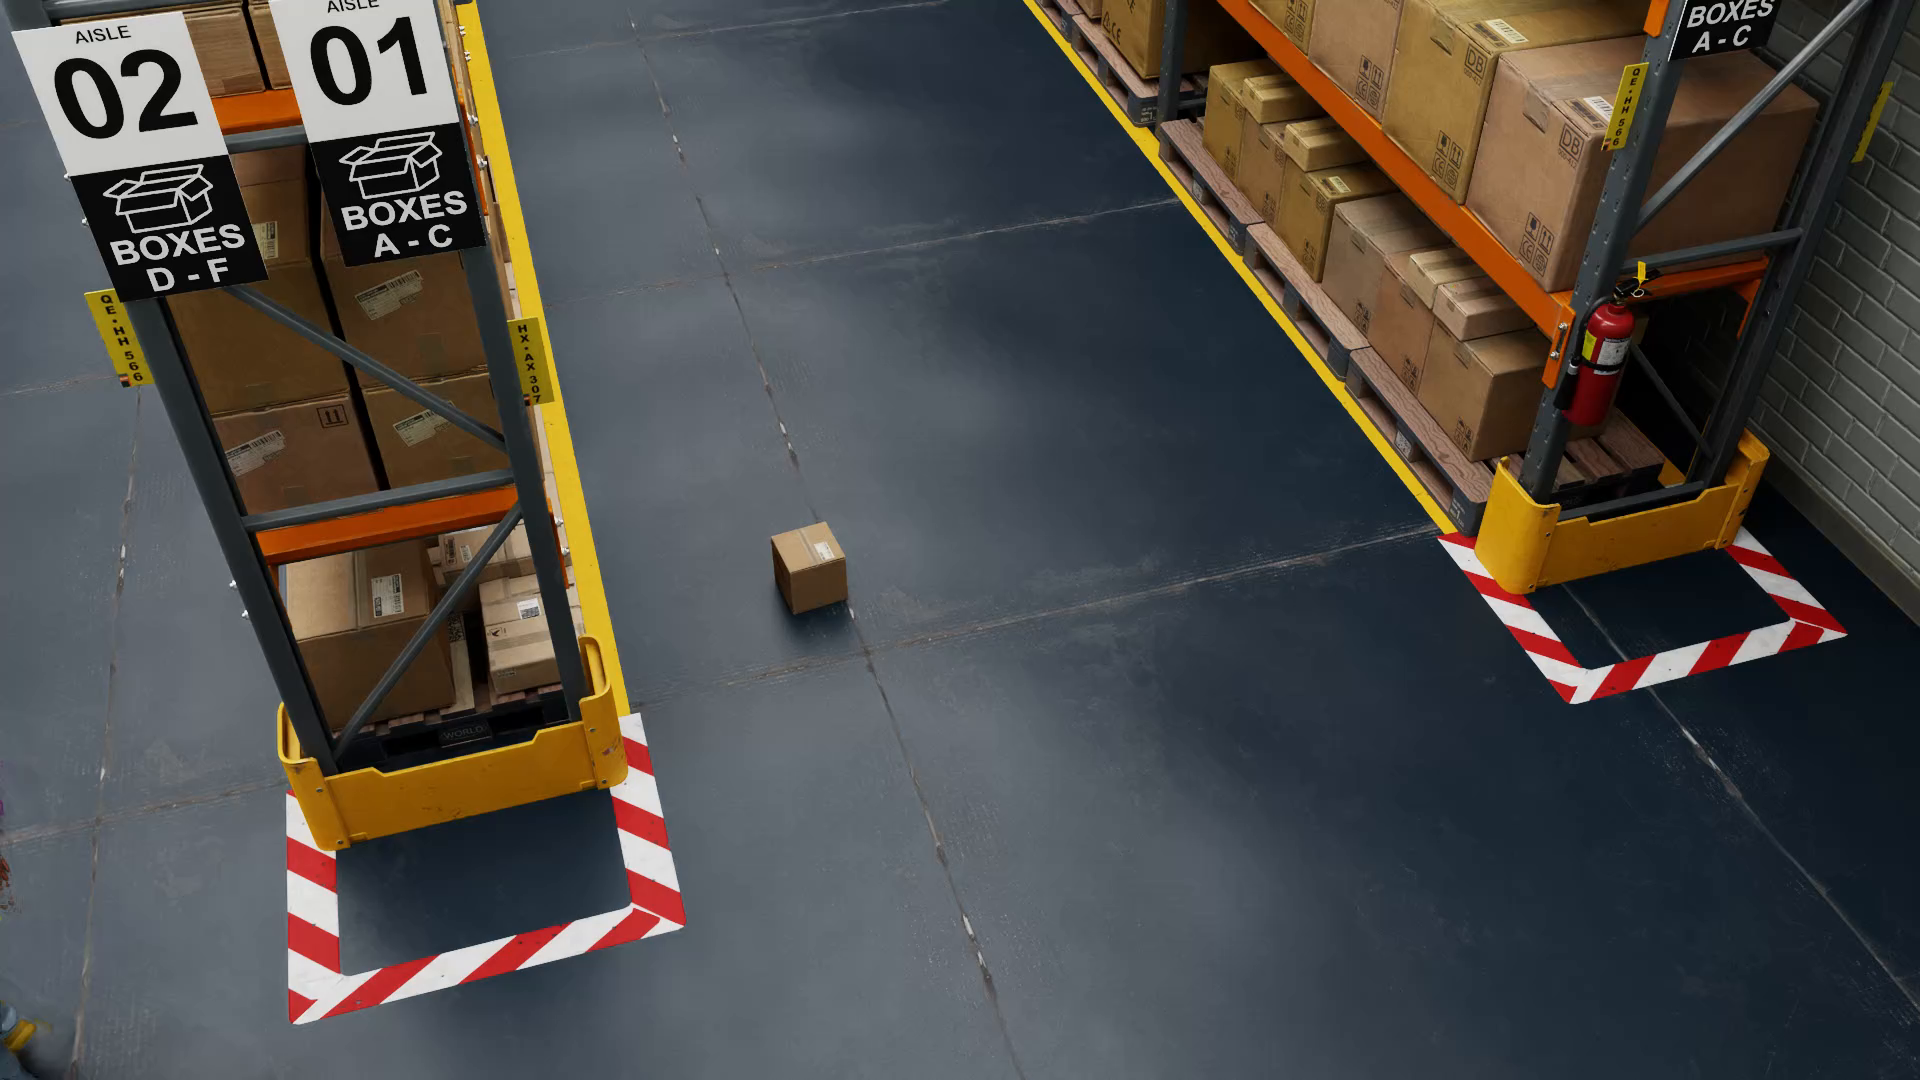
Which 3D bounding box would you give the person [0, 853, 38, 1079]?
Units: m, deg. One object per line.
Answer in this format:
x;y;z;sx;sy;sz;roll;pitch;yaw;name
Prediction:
-3.167;1.128;4.872;0.484;1.793;0.673;5;42;6;person
